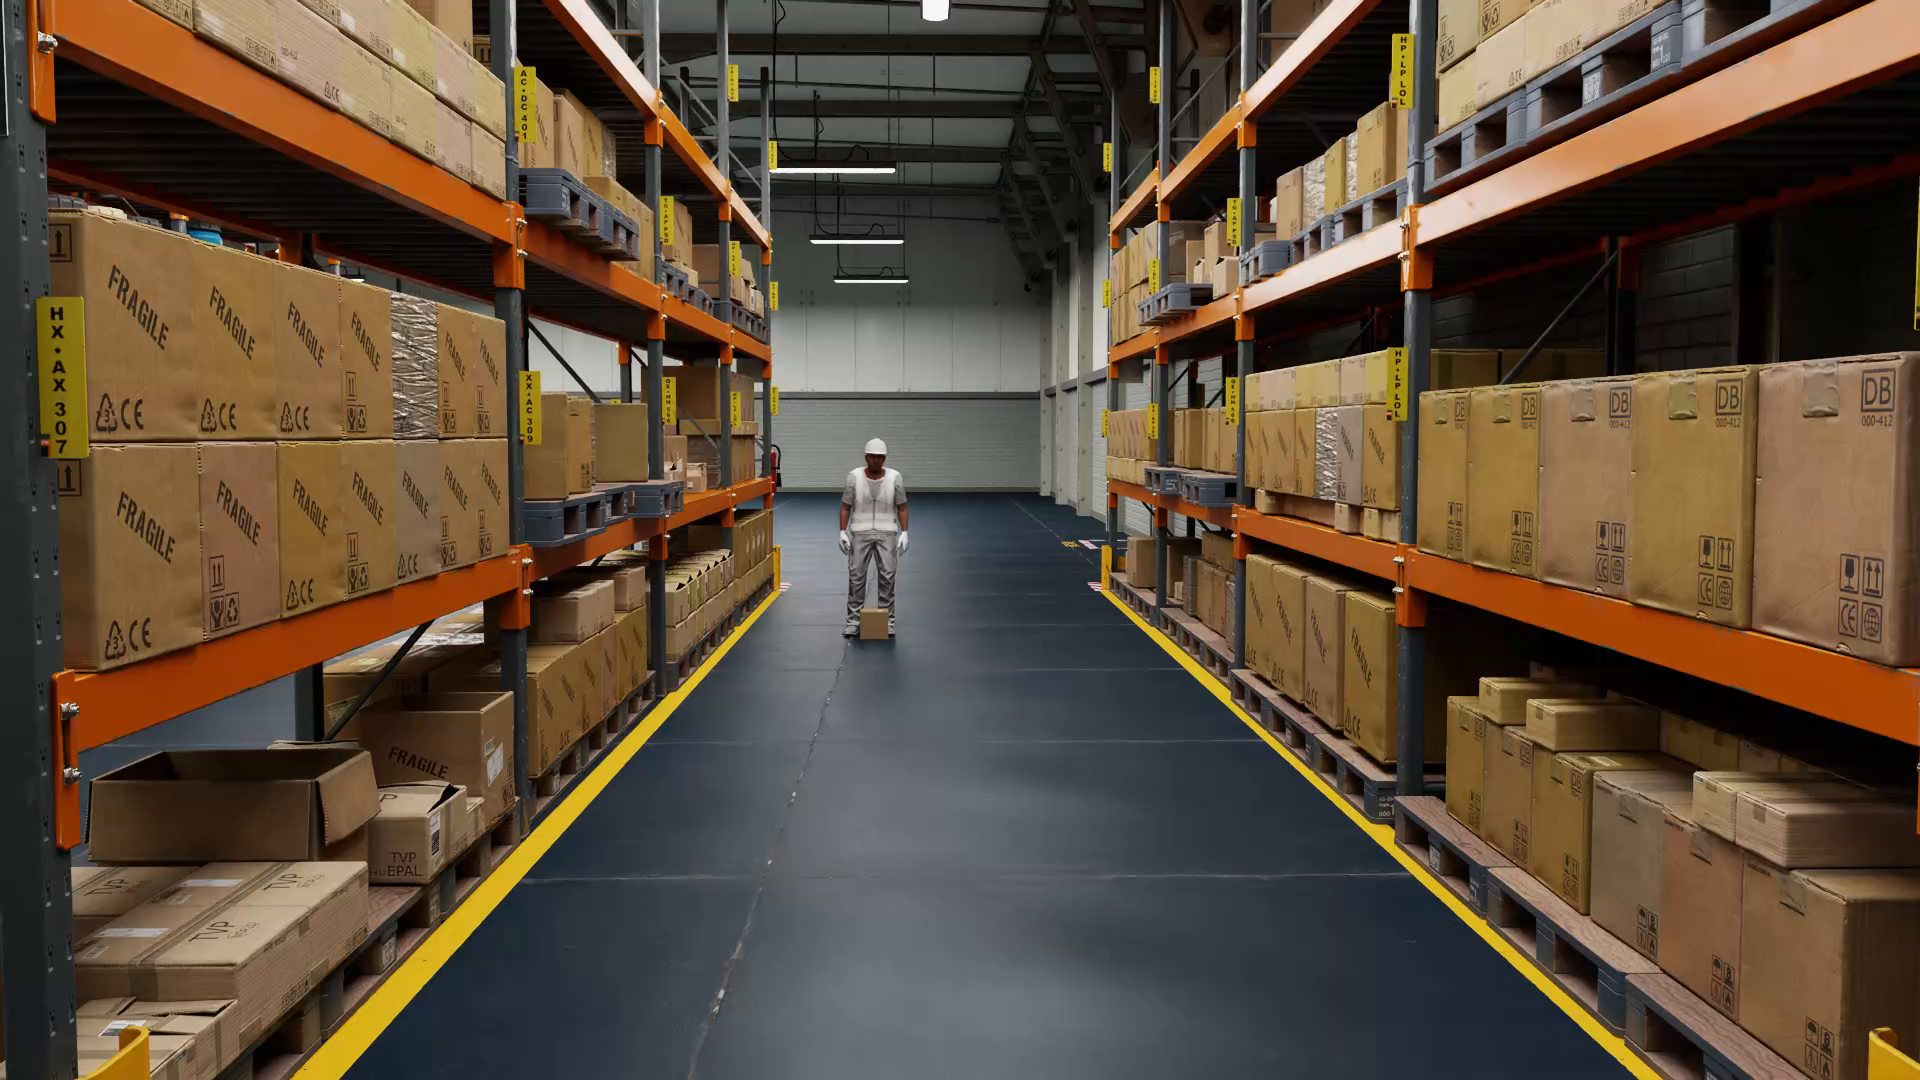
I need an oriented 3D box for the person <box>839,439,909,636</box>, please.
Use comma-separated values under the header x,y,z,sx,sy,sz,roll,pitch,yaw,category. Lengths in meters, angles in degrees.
x,y,z,sx,sy,sz,roll,pitch,yaw,category
-0.777,-0.025,14.982,0.629,1.774,0.452,0,4,-3,person
